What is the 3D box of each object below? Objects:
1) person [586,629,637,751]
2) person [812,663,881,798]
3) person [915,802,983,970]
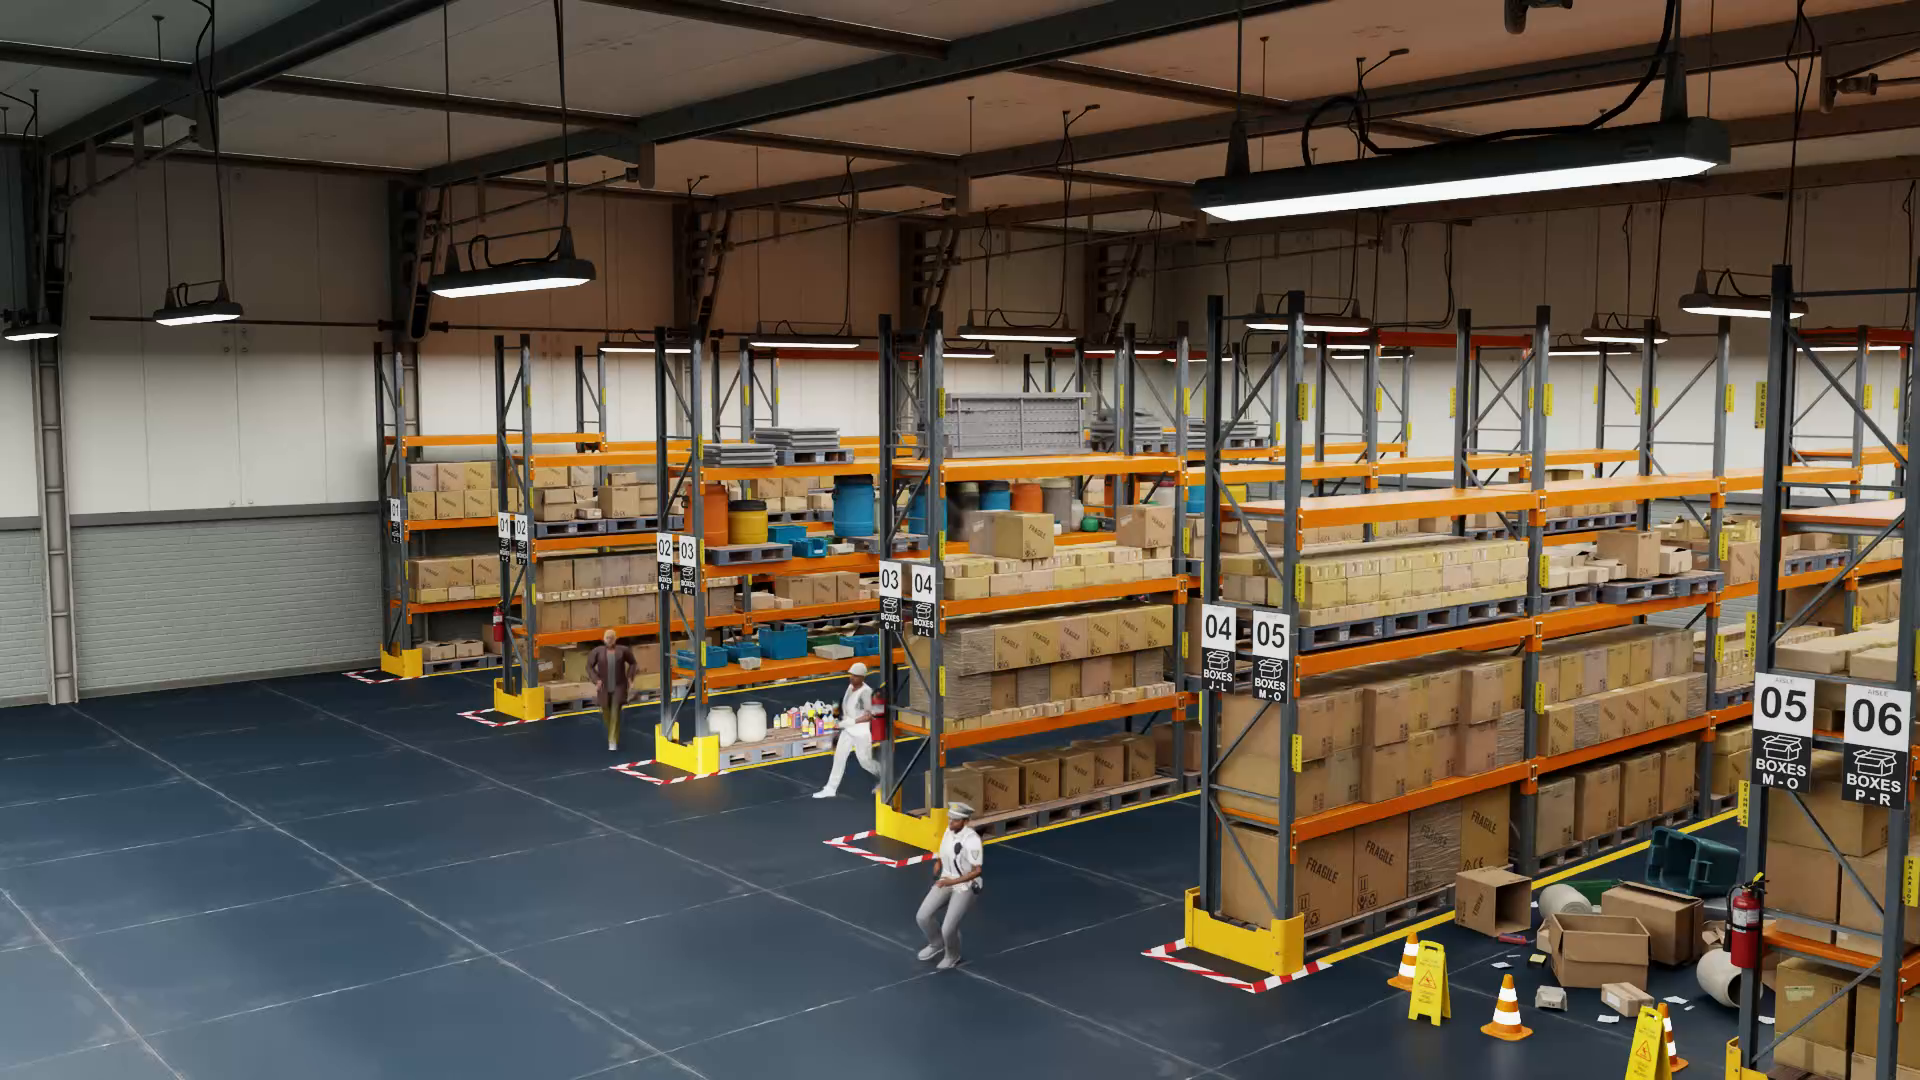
[{"bbox_3d":[-5.024,2.126,24.019,0.713,1.729,0.814,0,5,-5],"label":"person"},{"bbox_3d":[-1.271,2.364,20.688,1.038,1.724,0.737,-3,6,-31],"label":"person"},{"bbox_3d":[-0.106,3.066,14.659,0.763,1.605,0.630,4,7,37],"label":"person"}]
